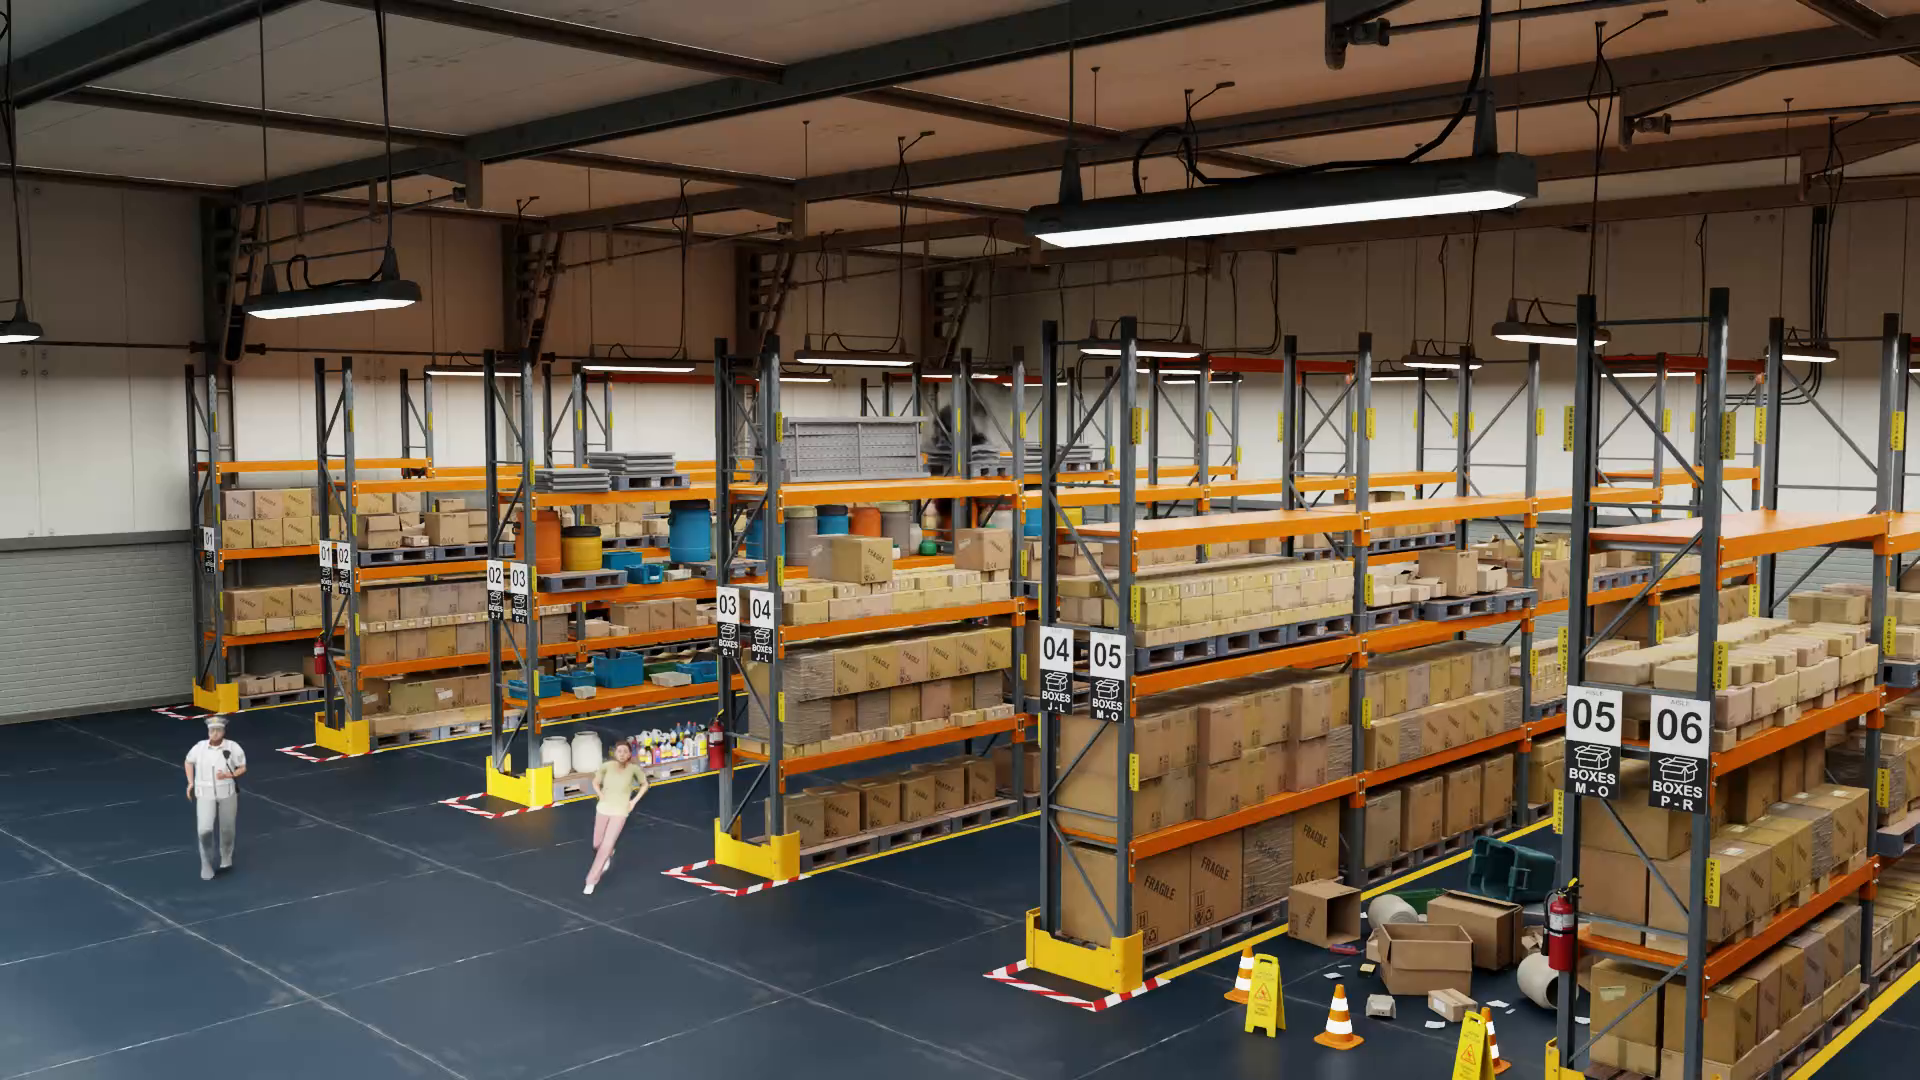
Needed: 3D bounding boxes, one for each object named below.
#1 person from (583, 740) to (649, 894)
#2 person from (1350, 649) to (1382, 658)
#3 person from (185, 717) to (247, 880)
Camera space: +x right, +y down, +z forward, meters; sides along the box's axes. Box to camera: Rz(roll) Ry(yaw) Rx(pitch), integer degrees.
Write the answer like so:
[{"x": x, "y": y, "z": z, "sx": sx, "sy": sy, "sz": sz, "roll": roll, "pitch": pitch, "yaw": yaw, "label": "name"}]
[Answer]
[{"x": -3.732, "y": 2.970, "z": 18.160, "sx": 0.625, "sy": 1.622, "sz": 0.887, "roll": 0, "pitch": 4, "yaw": 4, "label": "person"}, {"x": 6.218, "y": 2.364, "z": 25.522, "sx": 0.756, "sy": 1.770, "sz": 0.635, "roll": -4, "pitch": 6, "yaw": -42, "label": "person"}, {"x": -8.283, "y": 2.874, "z": 18.529, "sx": 0.635, "sy": 1.823, "sz": 0.731, "roll": -2, "pitch": 5, "yaw": -23, "label": "person"}]
